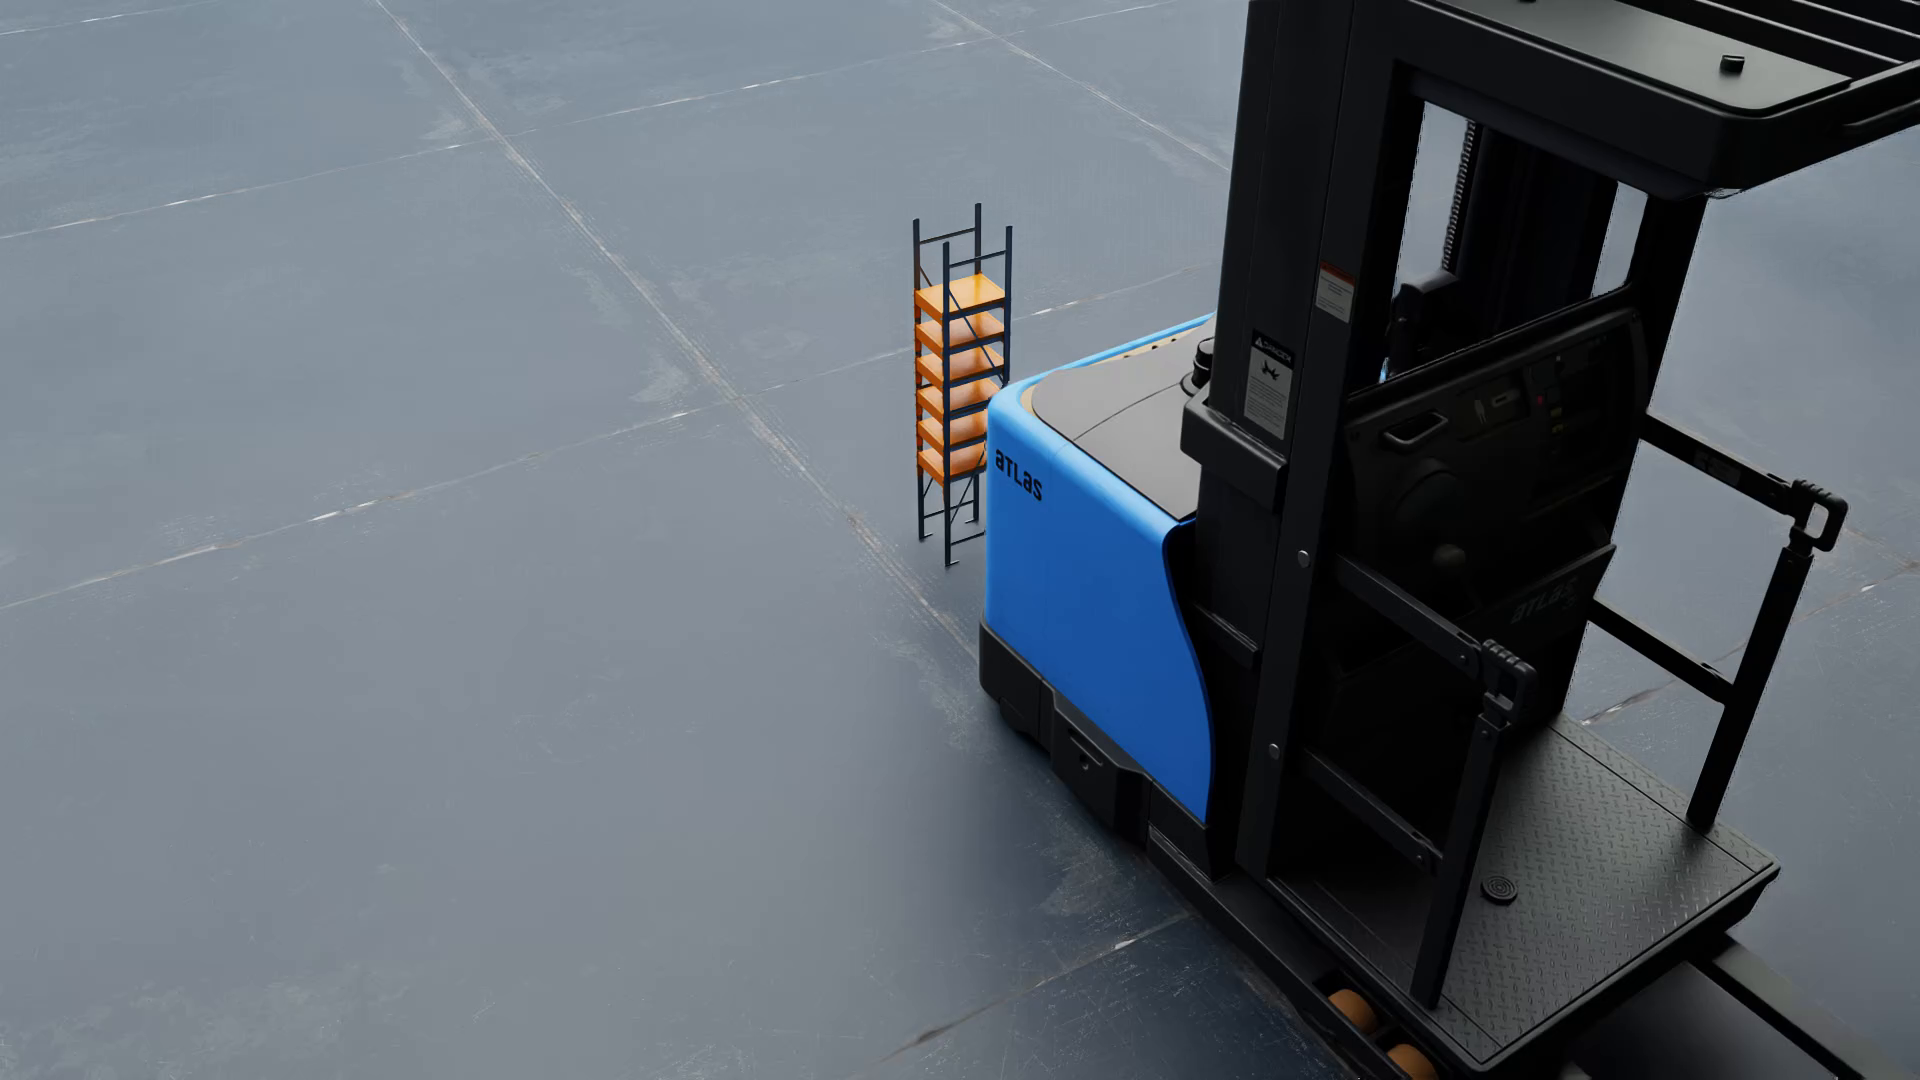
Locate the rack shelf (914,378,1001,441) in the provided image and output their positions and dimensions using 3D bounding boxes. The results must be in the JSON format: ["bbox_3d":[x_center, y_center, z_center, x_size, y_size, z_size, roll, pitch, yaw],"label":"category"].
[{"bbox_3d":[0.007,-0.441,5.412,0.258,0.103,0.180,-19,40,-24],"label":"rack shelf"}]

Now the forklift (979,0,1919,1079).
[{"bbox_3d":[1.300,-0.157,3.480,1.130,2.935,3.031,-22,41,-27],"label":"forklift"}]

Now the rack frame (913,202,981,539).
[{"bbox_3d":[-0.039,-0.524,5.450,0.240,1.200,0.006,-19,40,-24],"label":"rack frame"}]

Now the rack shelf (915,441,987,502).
[{"bbox_3d":[0.007,-0.247,5.554,0.258,0.103,0.180,-19,40,-24],"label":"rack shelf"}]

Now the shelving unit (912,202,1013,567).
[{"bbox_3d":[0.007,-0.477,5.386,0.258,1.200,0.189,-19,40,-24],"label":"shelving unit"}]

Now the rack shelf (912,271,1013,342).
[{"bbox_3d":[0.007,-0.732,5.200,0.258,0.103,0.180,-19,40,-24],"label":"rack shelf"}]

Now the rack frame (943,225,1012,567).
[{"bbox_3d":[0.053,-0.430,5.322,0.240,1.200,0.006,-19,40,-24],"label":"rack frame"}]

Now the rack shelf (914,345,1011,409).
[{"bbox_3d":[0.007,-0.538,5.341,0.258,0.103,0.180,-19,40,-24],"label":"rack shelf"}]

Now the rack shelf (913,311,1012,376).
[{"bbox_3d":[0.007,-0.635,5.271,0.258,0.103,0.180,-19,40,-24],"label":"rack shelf"}]

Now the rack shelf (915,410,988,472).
[{"bbox_3d":[0.007,-0.344,5.483,0.258,0.103,0.180,-19,40,-24],"label":"rack shelf"}]
